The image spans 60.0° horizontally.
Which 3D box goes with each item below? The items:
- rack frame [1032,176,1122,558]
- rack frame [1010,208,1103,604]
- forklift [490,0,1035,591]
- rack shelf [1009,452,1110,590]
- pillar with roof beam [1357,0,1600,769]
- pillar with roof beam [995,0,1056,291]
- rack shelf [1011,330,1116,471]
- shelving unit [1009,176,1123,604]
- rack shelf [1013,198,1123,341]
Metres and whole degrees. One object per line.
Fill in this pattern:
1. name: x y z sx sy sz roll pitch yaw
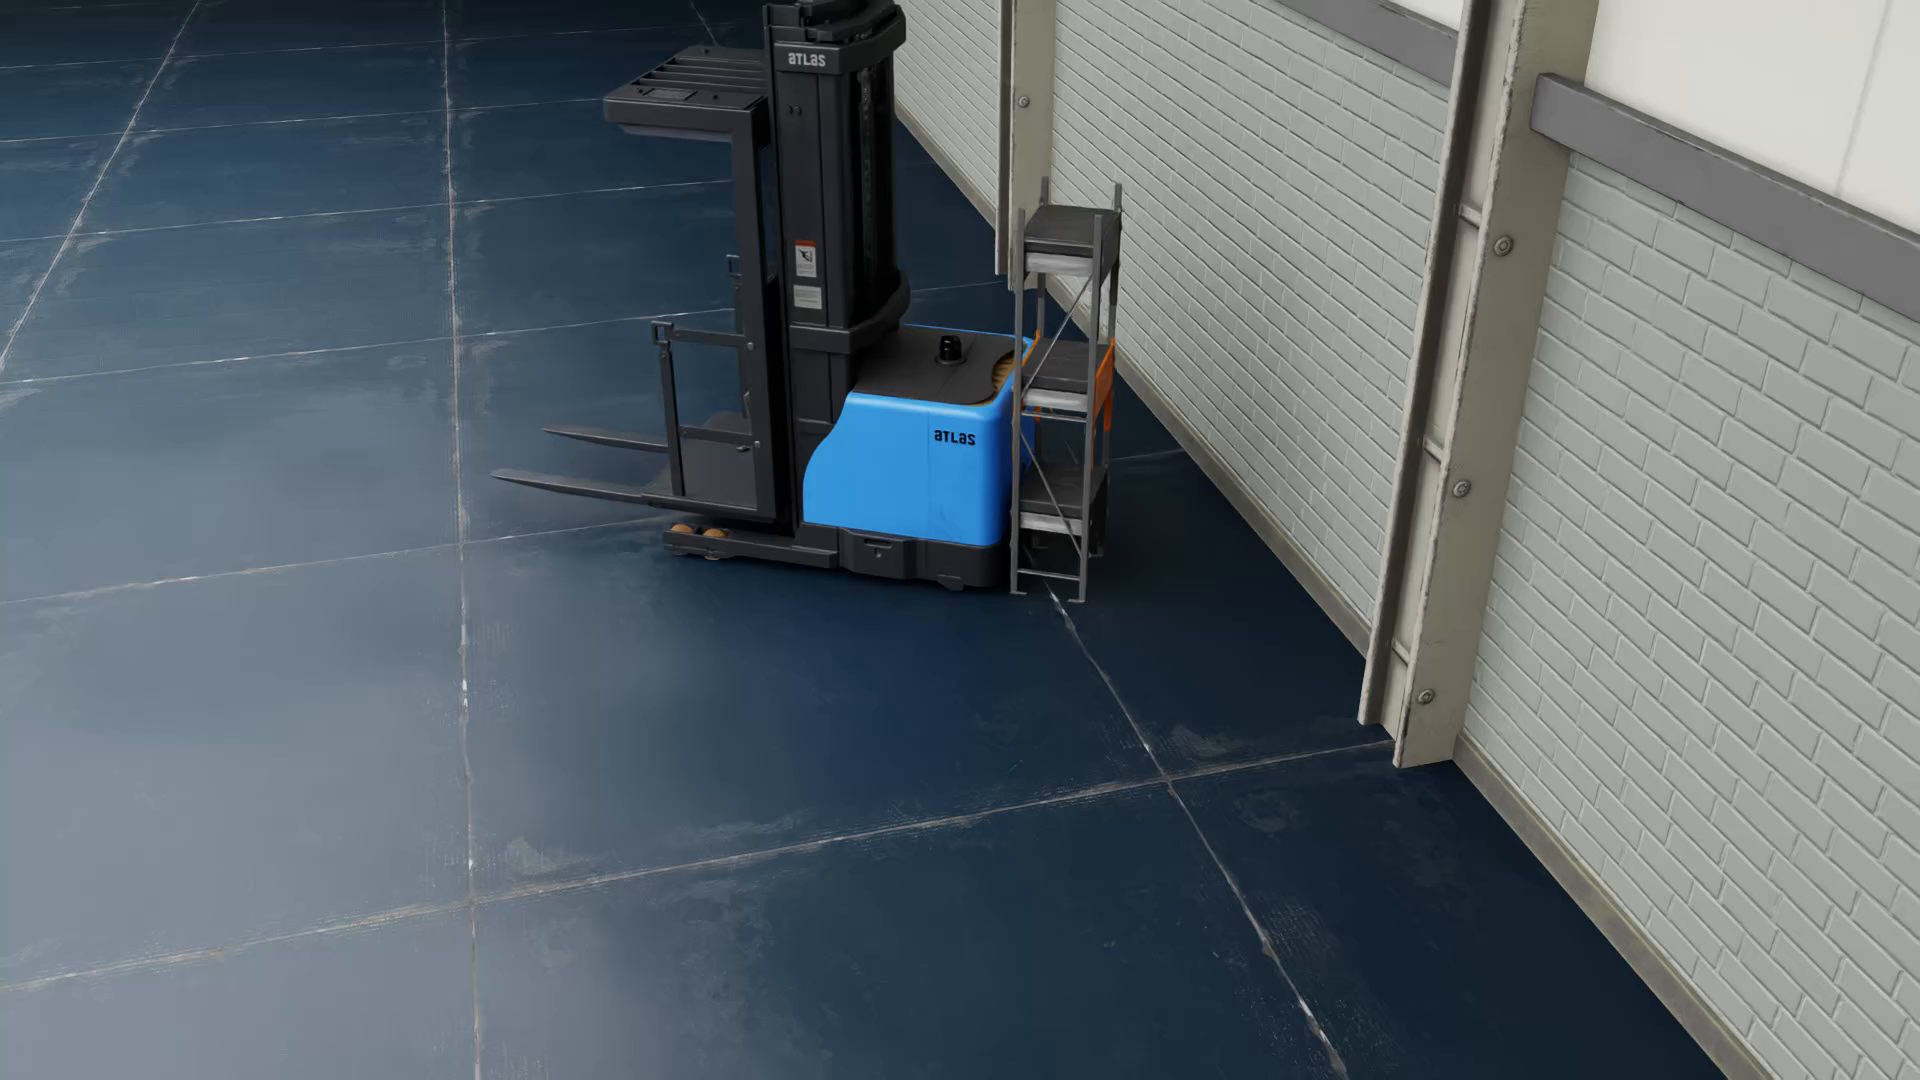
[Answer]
1. rack frame: 0.590 -0.840 8.605 0.400 2.100 0.015 8 31 13
2. rack frame: 0.461 -0.604 8.197 0.400 2.100 0.015 8 31 13
3. forklift: -1.124 -1.403 8.748 3.031 2.935 1.130 8 31 13
4. rack shelf: 0.525 -0.104 8.758 0.431 0.518 0.480 8 31 13
5. pillar with roof beam: -2.087 -2.410 4.430 9.100 9.000 0.400 -8 31 -13
6. pillar with roof beam: -3.680 -5.308 9.437 9.100 9.000 0.400 -8 31 -13
7. rack shelf: 0.526 -0.710 8.408 0.431 0.518 0.480 8 31 13
8. shelving unit: 0.526 -0.722 8.401 0.431 2.100 0.503 8 31 13
9. rack shelf: 0.526 -1.316 8.057 0.431 0.518 0.480 8 31 13
